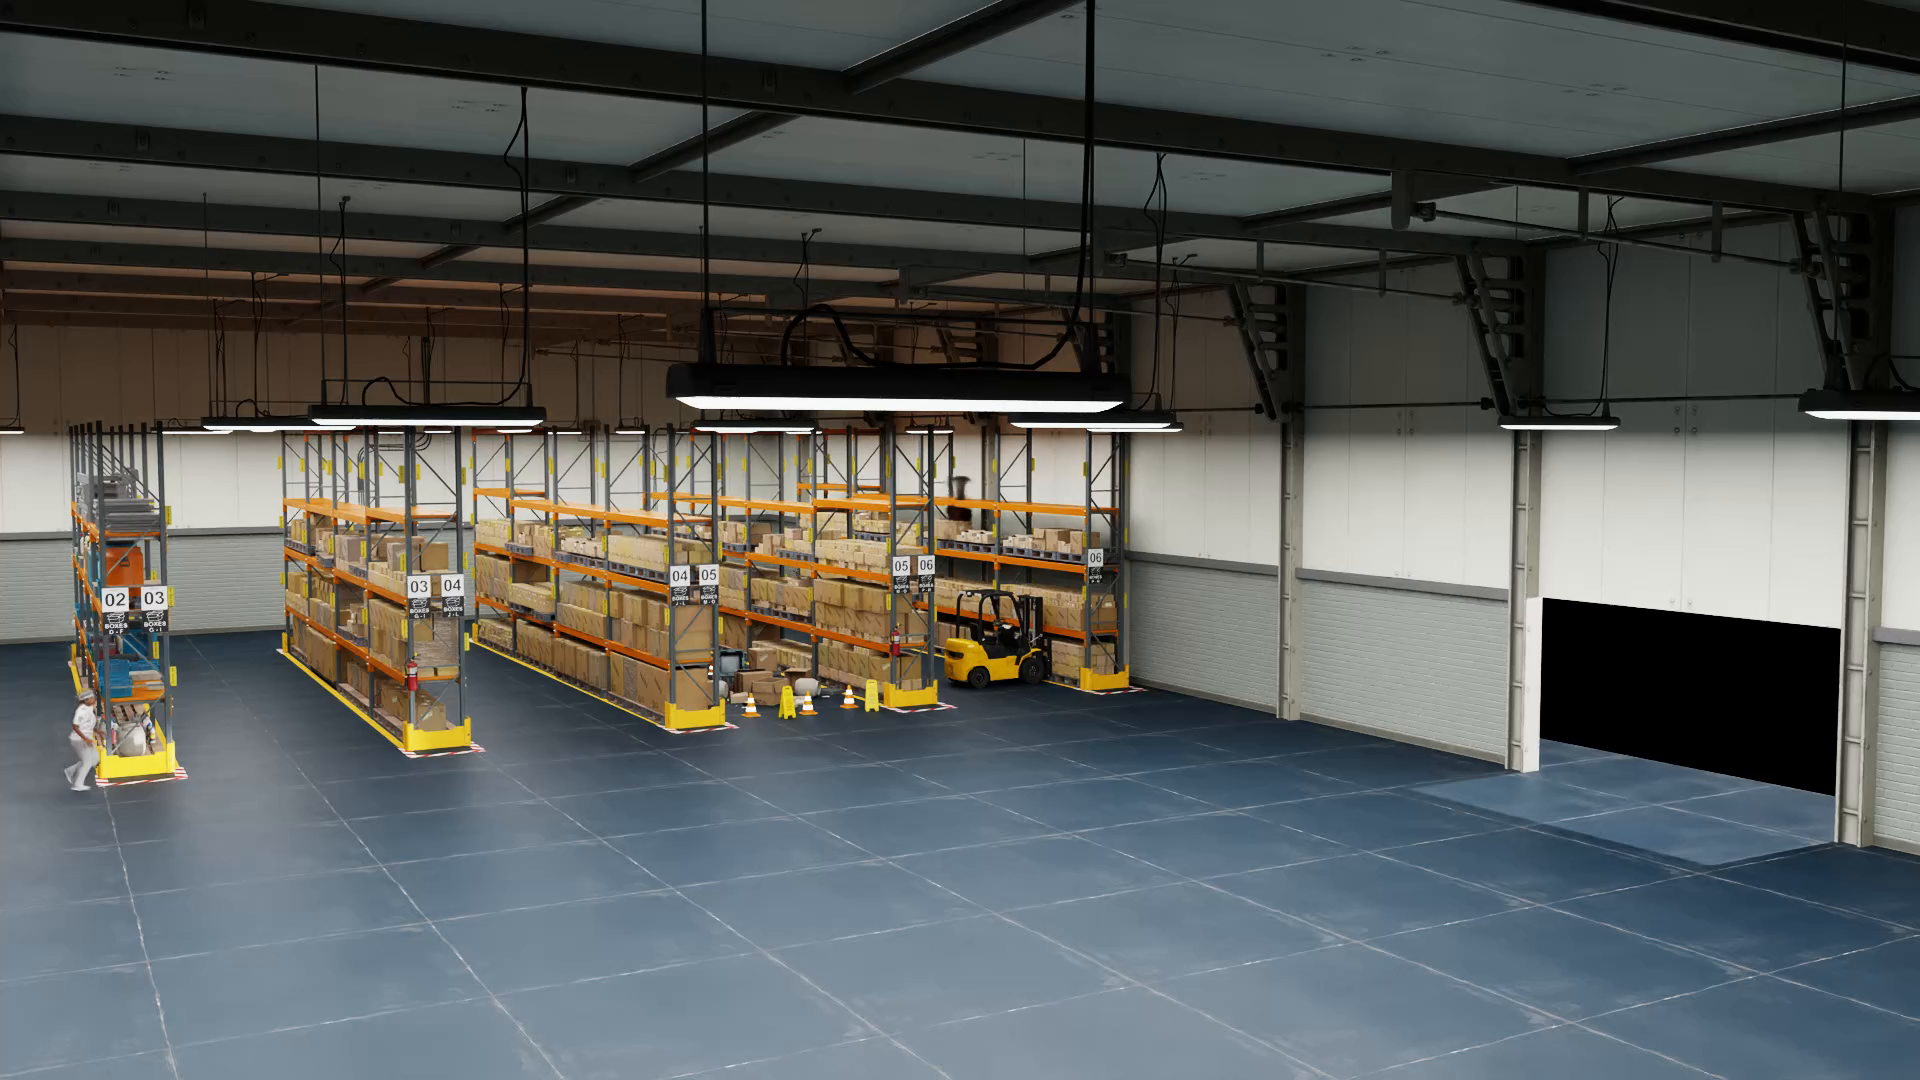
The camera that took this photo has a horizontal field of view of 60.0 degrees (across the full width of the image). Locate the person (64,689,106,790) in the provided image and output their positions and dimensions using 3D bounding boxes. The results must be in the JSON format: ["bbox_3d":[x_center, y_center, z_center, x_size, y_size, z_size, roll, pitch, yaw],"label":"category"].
[{"bbox_3d":[-14.227,3.248,27.010,0.579,1.653,0.558,-1,4,-13],"label":"person"}]

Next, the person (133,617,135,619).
[{"bbox_3d":[-21.959,2.192,43.874,1.033,1.731,0.708,-2,4,-31],"label":"person"}]
